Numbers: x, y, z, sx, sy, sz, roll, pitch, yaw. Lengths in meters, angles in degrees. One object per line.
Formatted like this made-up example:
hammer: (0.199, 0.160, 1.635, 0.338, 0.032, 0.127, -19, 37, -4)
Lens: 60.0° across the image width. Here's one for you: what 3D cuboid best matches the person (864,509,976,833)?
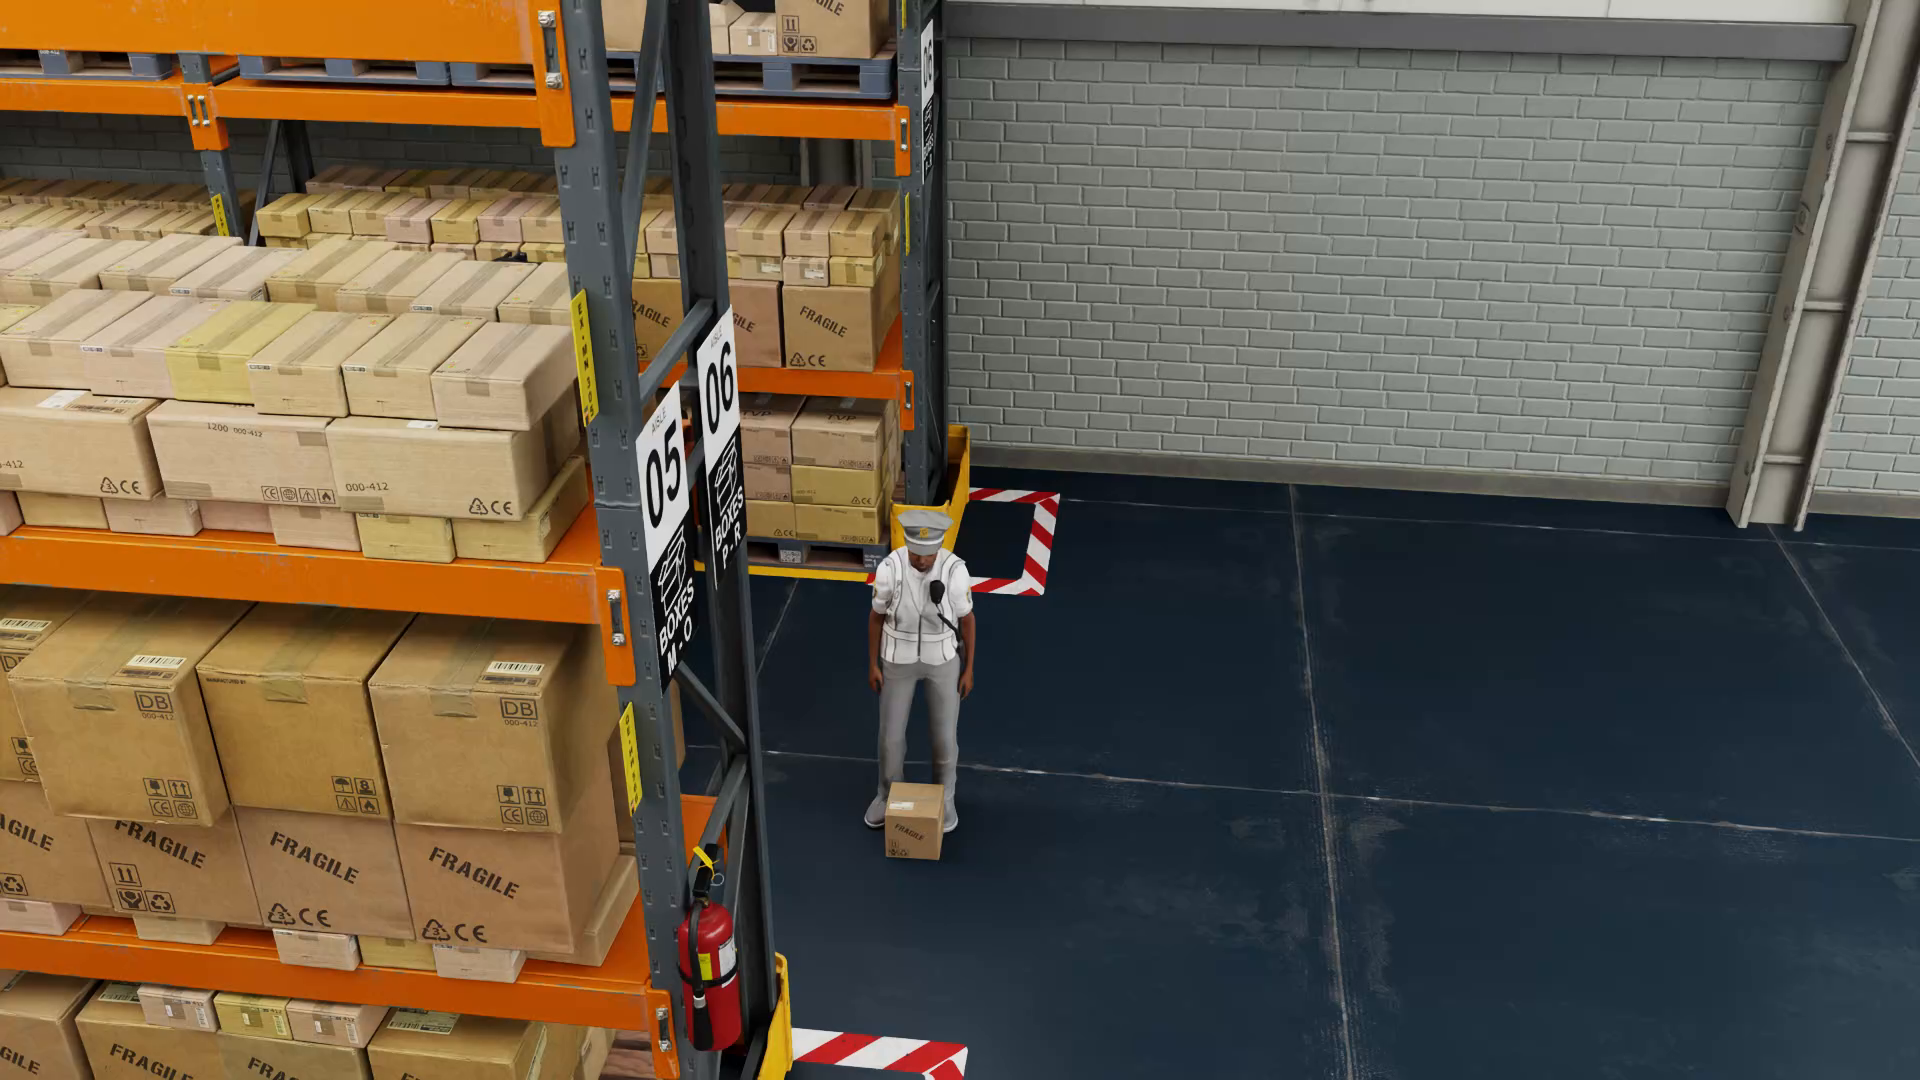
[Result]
person: (-0.191, 0.583, 7.657, 0.522, 1.658, 0.395, 2, 29, 3)
